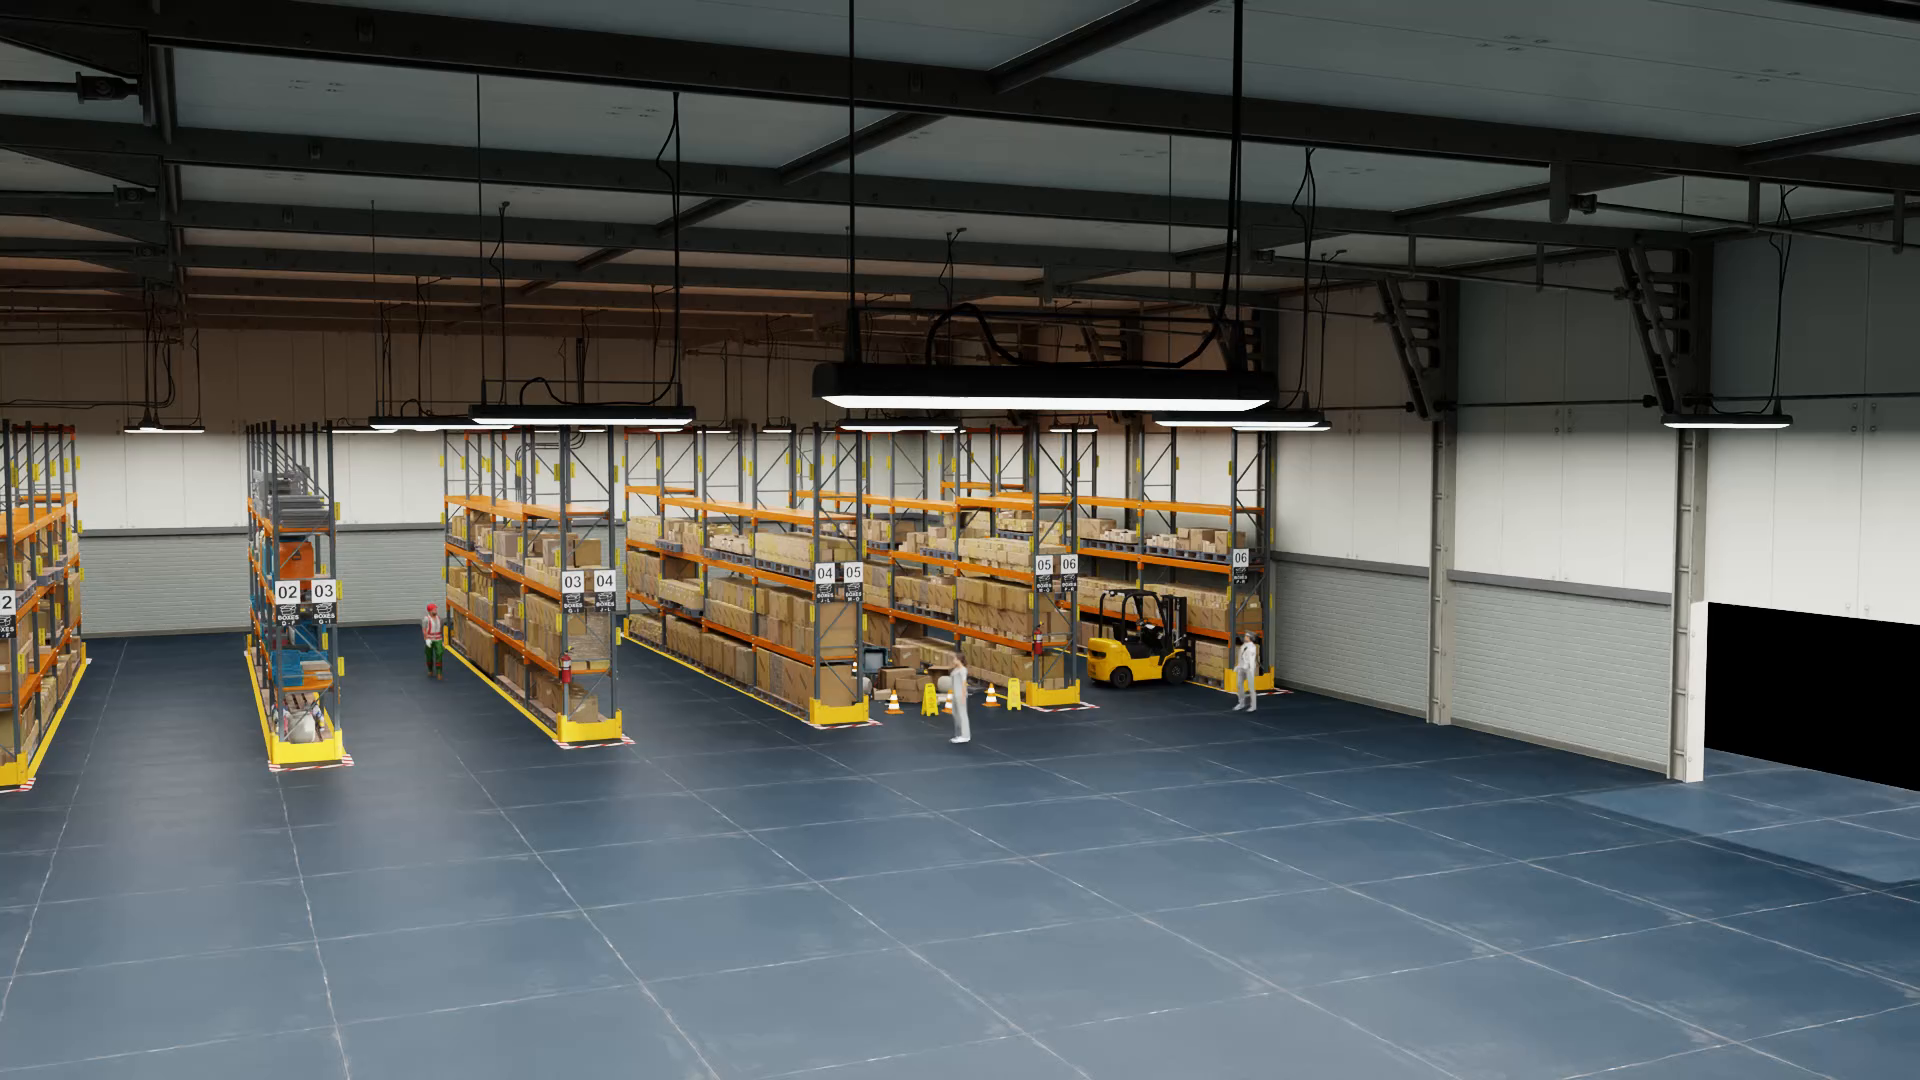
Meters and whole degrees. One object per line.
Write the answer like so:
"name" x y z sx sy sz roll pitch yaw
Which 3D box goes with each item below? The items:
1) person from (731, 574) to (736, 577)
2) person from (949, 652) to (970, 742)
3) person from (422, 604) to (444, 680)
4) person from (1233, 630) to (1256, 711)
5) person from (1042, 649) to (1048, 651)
"person" -6.721 1.853 49.325 0.571 1.659 0.370 1 4 16
"person" -0.017 2.952 31.093 0.372 1.710 0.560 -2 4 -26
"person" -12.446 2.378 39.251 0.487 1.749 0.994 -2 4 -24
"person" 5.932 2.720 34.656 0.394 1.725 0.632 -2 4 -26
"person" 2.062 2.353 41.453 0.417 1.573 0.474 0 4 -4
